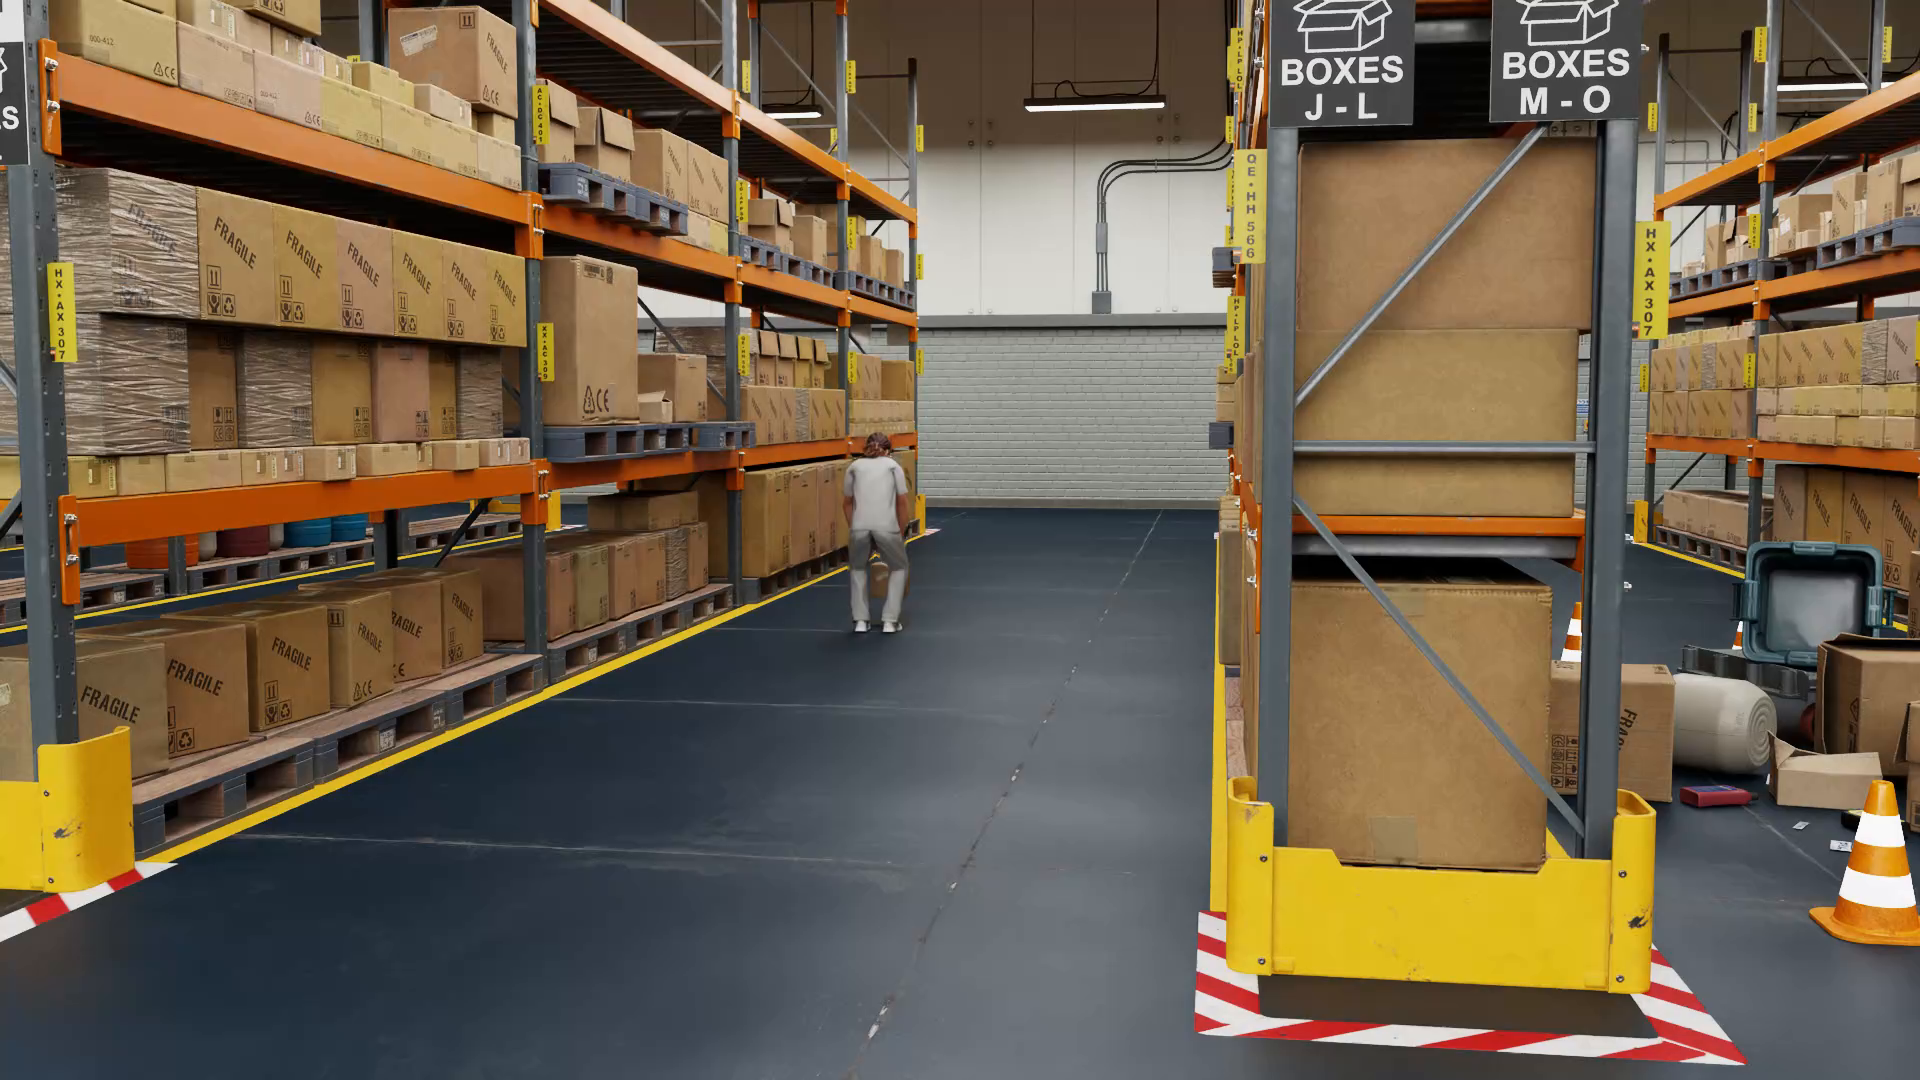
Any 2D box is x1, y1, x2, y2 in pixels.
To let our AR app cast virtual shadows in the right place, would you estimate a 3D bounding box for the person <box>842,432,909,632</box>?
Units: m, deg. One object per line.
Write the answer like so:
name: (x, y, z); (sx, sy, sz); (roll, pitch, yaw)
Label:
person: (-0.627, -0.057, 12.084); (0.489, 1.444, 0.595); (1, 5, 9)
